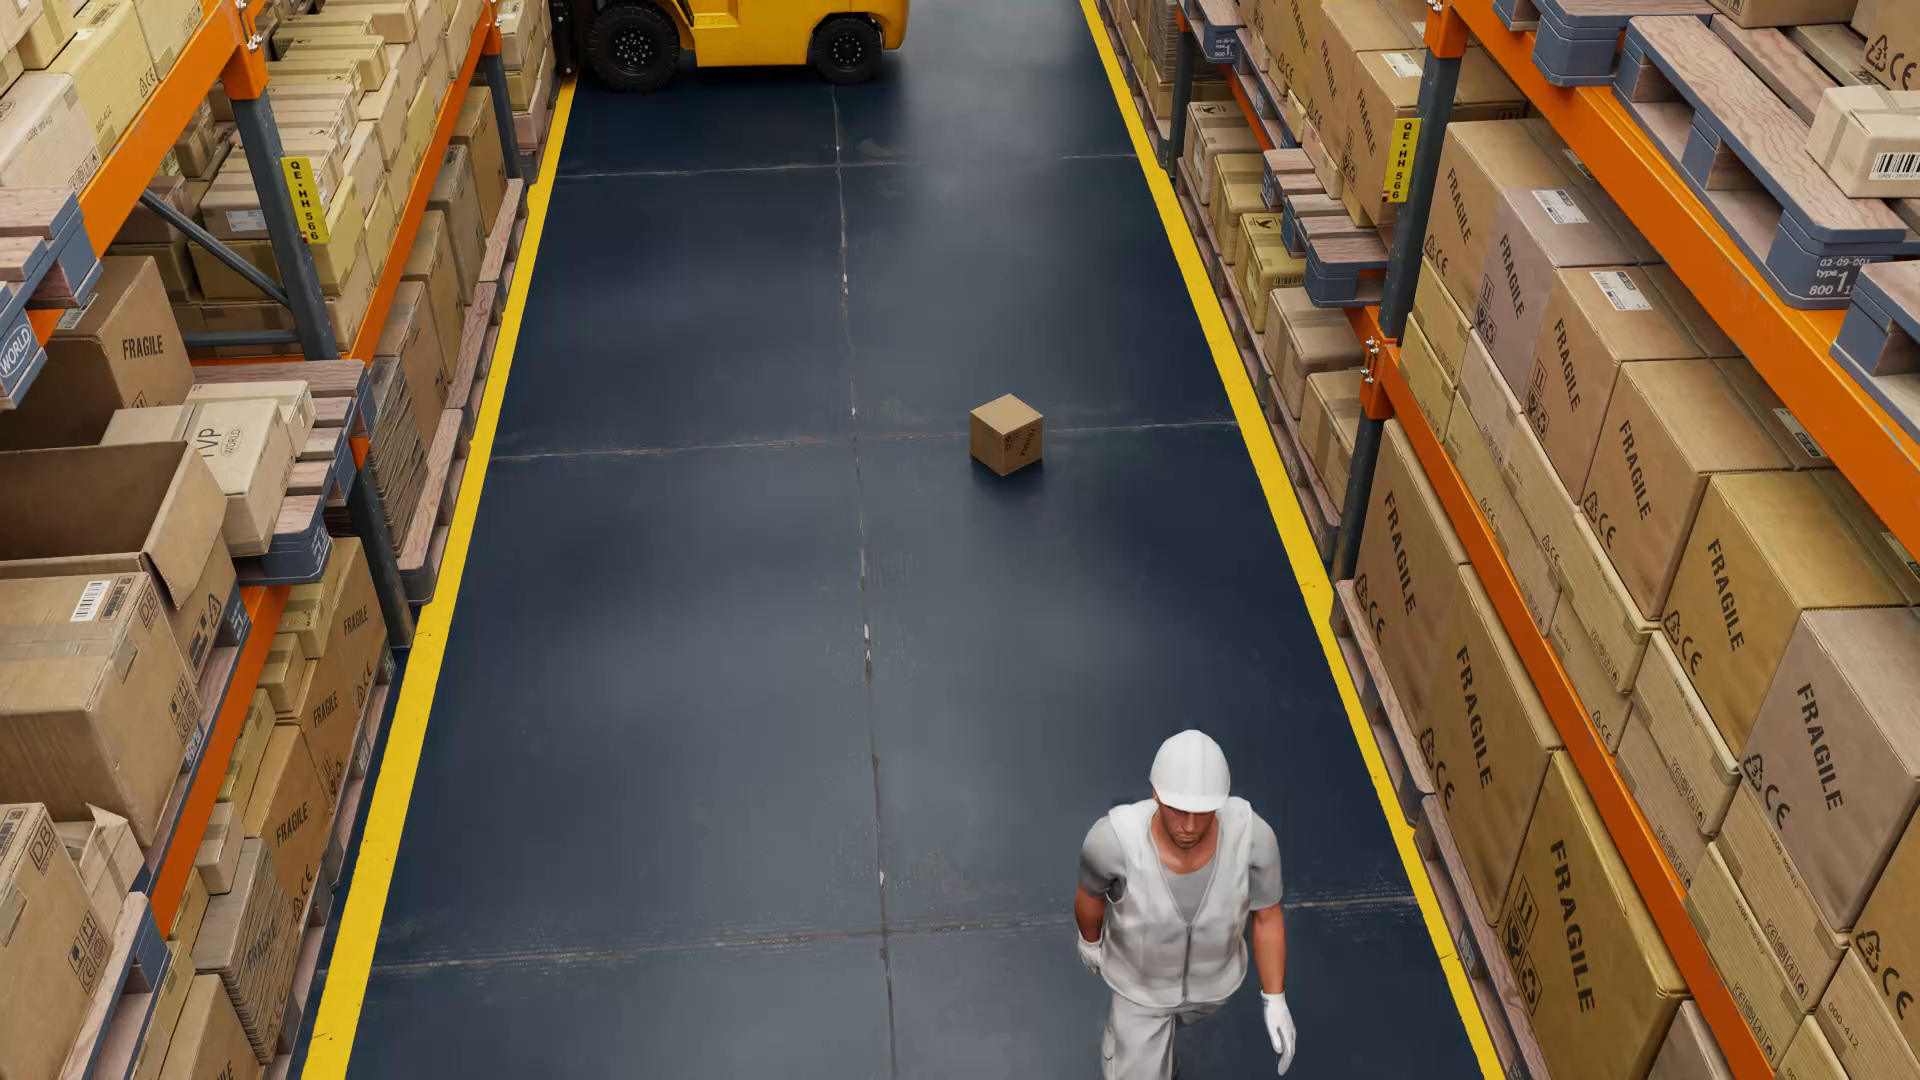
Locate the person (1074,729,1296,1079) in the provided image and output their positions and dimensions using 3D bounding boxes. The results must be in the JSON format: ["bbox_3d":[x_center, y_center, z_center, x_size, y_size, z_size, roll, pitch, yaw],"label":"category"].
[{"bbox_3d":[0.609,1.231,4.594,0.546,1.739,1.039,-6,39,-7],"label":"person"}]
